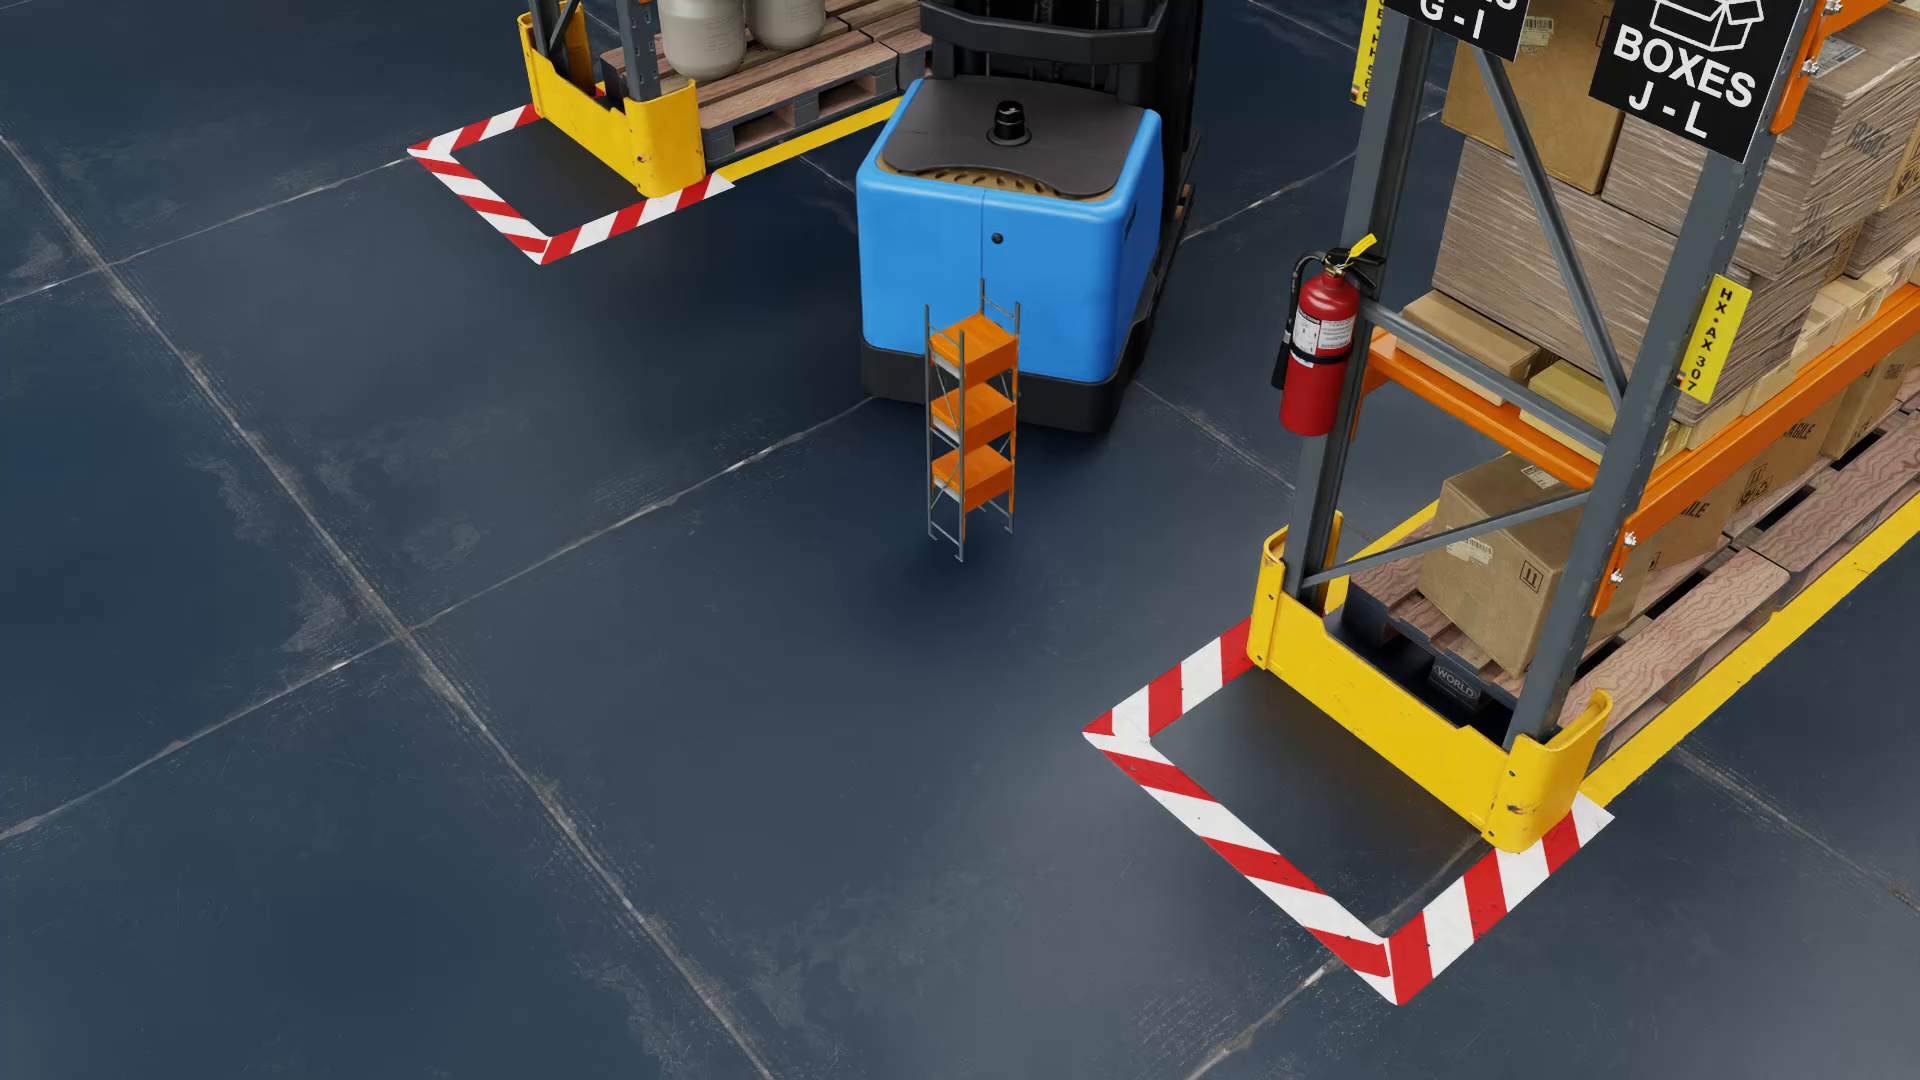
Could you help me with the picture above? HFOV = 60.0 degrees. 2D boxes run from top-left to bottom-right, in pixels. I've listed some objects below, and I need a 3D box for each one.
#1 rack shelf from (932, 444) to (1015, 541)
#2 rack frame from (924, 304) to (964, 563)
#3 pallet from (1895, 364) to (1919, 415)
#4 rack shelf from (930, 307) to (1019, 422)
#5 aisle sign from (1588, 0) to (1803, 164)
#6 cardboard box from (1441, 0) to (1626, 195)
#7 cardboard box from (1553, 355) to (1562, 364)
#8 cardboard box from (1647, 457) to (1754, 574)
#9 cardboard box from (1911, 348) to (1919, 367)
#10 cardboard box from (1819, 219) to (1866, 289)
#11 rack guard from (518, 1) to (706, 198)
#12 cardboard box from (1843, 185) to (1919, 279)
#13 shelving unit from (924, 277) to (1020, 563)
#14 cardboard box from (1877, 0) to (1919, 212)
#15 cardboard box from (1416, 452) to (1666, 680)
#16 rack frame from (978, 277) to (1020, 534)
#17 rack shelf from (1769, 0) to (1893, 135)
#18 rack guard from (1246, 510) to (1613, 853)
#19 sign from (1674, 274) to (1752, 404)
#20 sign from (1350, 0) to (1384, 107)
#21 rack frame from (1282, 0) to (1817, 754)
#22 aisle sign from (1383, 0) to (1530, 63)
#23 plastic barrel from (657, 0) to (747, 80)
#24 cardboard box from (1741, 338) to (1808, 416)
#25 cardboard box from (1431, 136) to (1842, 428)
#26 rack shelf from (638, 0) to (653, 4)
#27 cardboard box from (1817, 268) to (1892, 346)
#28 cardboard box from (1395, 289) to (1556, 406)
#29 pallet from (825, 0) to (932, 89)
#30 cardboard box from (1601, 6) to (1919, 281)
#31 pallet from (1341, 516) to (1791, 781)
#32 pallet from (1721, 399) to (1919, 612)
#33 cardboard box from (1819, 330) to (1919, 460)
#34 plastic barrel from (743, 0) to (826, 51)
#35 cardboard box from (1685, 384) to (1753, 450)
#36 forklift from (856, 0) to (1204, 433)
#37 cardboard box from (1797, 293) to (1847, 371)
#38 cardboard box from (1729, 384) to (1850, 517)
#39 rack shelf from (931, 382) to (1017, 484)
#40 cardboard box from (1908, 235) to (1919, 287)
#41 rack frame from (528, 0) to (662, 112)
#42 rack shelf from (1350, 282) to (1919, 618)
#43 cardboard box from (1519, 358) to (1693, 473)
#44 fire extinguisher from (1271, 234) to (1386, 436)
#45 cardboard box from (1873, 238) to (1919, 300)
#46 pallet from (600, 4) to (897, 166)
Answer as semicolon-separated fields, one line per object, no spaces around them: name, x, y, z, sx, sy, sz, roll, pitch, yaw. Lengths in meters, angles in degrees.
rack shelf;0.041;-0.196;6.113;0.240;0.259;0.215;-30;51;-28
rack frame;-0.053;-0.353;5.859;0.008;1.050;0.200;-30;51;-28
pallet;4.001;-0.870;7.022;1.213;0.211;1.003;-30;51;-28
rack shelf;0.041;-0.605;5.729;0.240;0.259;0.215;-30;51;-28
aisle sign;1.571;-1.206;3.444;0.004;0.787;0.394;-30;51;-28
cardboard box;1.689;-1.324;4.448;0.500;0.500;0.500;-30;51;-28
cardboard box;1.704;-0.694;4.982;0.250;0.149;0.380;-30;51;-28
cardboard box;2.352;-0.231;5.824;0.500;0.500;0.500;-17;46;-18
cardboard box;3.727;-1.032;6.676;0.500;0.500;0.500;-15;45;-16
cardboard box;2.172;-1.098;4.937;0.500;0.500;0.875;-30;51;-28
rack guard;-1.724;-2.191;8.217;0.348;0.500;1.175;-30;51;-28
cardboard box;2.583;-1.294;5.147;0.500;0.500;0.875;-30;51;-28
shelving unit;0.041;-0.406;5.916;0.252;1.050;0.215;-30;51;-28
cardboard box;2.411;-1.267;4.387;0.500;0.500;0.500;-30;51;-28
cardboard box;1.916;0.050;5.525;0.500;0.500;0.500;-21;47;-21
rack frame;0.135;-0.460;5.973;0.008;1.050;0.200;-30;51;-28
rack shelf;2.960;-2.153;4.685;4.000;0.370;1.077;-30;51;-28
rack guard;1.484;0.435;5.422;0.348;0.500;1.175;-30;51;-28
sign;1.774;-0.474;3.931;0.005;0.325;0.100;-30;51;-28
sign;1.085;-1.280;4.346;0.005;0.325;0.100;-30;51;-28
rack frame;1.426;-0.443;4.531;0.127;3.000;1.000;-30;51;-28
aisle sign;1.186;-1.521;3.779;0.004;0.787;0.394;-30;51;-28
plastic barrel;-1.296;-2.619;8.358;0.421;0.512;0.421;0;43;0
cardboard box;2.203;-0.553;4.831;0.250;0.149;0.380;-30;51;-28
cardboard box;1.865;-0.815;4.636;0.500;0.500;0.875;-30;51;-28
rack shelf;-0.218;-3.660;8.481;4.000;0.370;1.077;-30;51;-28
cardboard box;2.578;-0.780;5.073;0.250;0.149;0.380;-30;51;-28
cardboard box;1.512;-0.585;4.865;0.250;0.149;0.380;-30;51;-28
pallet;-0.162;-2.972;9.261;1.213;0.211;1.003;-30;51;-28
cardboard box;2.023;-1.051;4.157;0.500;0.500;0.500;-30;51;-28
pallet;2.130;0.202;5.881;1.213;0.211;1.003;-30;51;-28
pallet;3.065;-0.331;6.448;1.213;0.211;1.003;-30;51;-28
cardboard box;3.301;-0.718;6.342;0.500;0.500;0.500;34;53;31
plastic barrel;-0.912;-2.839;8.593;0.421;0.512;0.421;0;43;0
cardboard box;2.001;-0.451;4.723;0.250;0.149;0.380;-30;51;-28
forklift;0.484;-2.518;6.791;1.130;2.935;3.031;11;44;11
cardboard box;2.381;-0.674;4.960;0.250;0.149;0.380;-30;51;-28
cardboard box;2.844;-0.496;6.106;0.500;0.500;0.500;-25;49;-24
rack shelf;0.041;-0.398;5.923;0.240;0.259;0.215;-30;51;-28
cardboard box;3.010;-0.959;5.264;0.250;0.149;0.380;-30;51;-28
rack frame;-1.752;-3.044;7.300;0.127;3.000;1.000;-30;51;-28
rack shelf;2.960;-1.059;5.712;4.000;0.370;1.077;-30;51;-28
cardboard box;1.797;-0.351;4.617;0.250;0.149;0.380;-30;51;-28
fire extinguisher;1.042;-0.606;4.761;0.183;0.674;0.296;-30;51;-28
cardboard box;2.752;-0.904;5.205;0.250;0.149;0.380;-30;51;-28
pallet;-1.097;-2.439;8.693;1.213;0.211;1.003;-30;51;-28
